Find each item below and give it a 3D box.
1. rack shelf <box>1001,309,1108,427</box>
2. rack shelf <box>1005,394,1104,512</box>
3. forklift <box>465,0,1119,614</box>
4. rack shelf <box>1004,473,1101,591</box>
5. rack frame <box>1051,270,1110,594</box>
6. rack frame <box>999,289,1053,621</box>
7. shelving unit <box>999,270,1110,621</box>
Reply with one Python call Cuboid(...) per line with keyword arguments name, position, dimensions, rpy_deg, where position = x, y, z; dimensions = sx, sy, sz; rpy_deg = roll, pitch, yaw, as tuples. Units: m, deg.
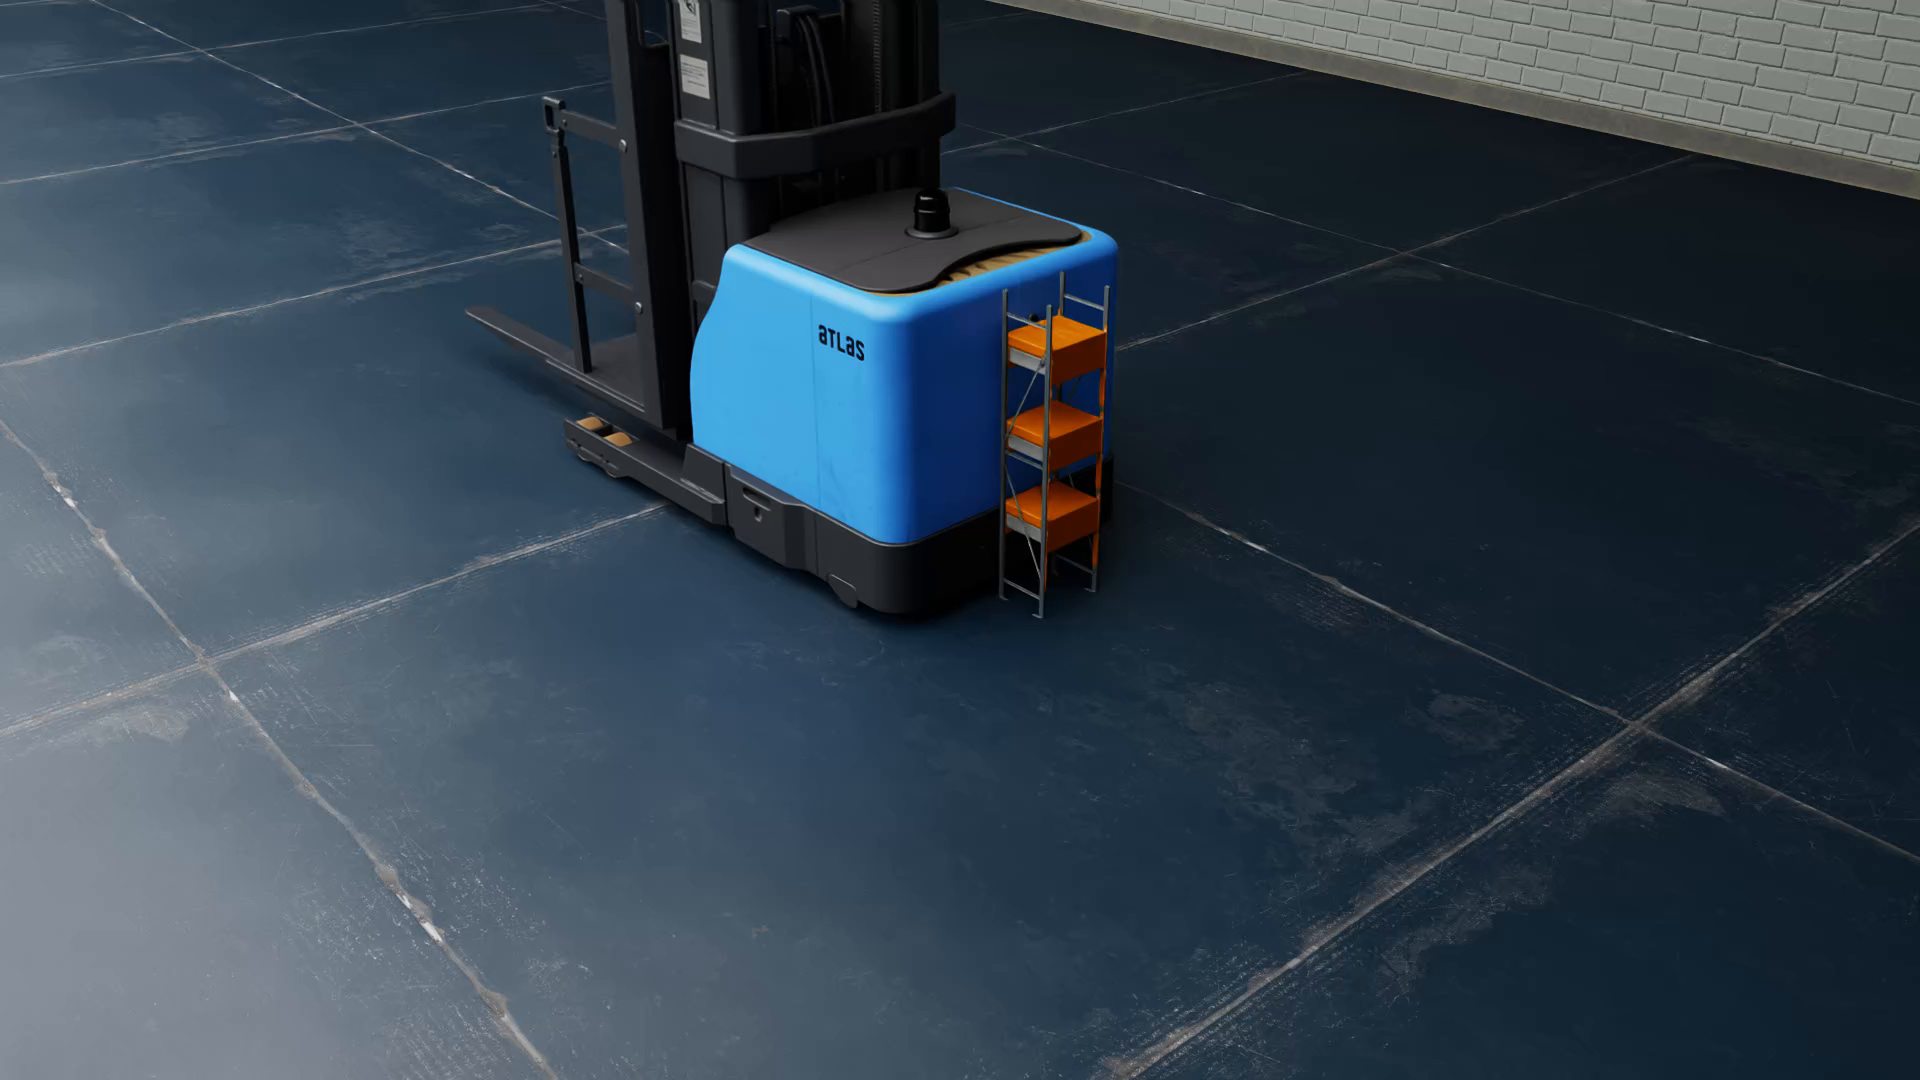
Cuboid(name="rack shelf", position=(0.286, -0.523, 5.035), dimensions=(0.240, 0.259, 0.215), rpy_deg=(-24, 36, -37))
Cuboid(name="rack shelf", position=(0.286, -0.273, 5.169), dimensions=(0.240, 0.259, 0.215), rpy_deg=(-24, 36, -37))
Cuboid(name="forklift", position=(-0.848, -1.669, 5.764), dimensions=(1.130, 2.935, 3.031), rpy_deg=(-24, 36, -37))
Cuboid(name="rack shelf", position=(0.286, -0.028, 5.300), dimensions=(0.240, 0.259, 0.215), rpy_deg=(-24, 36, -37))
Cuboid(name="rack frame", position=(0.375, -0.321, 5.238), dimensions=(0.008, 1.050, 0.200), rpy_deg=(-24, 36, -37))
Cuboid(name="rack frame", position=(0.196, -0.243, 5.091), dimensions=(0.008, 1.050, 0.200), rpy_deg=(-24, 36, -37))
Cuboid(name="shelving unit", position=(0.286, -0.282, 5.164), dimensions=(0.252, 1.050, 0.215), rpy_deg=(-24, 36, -37))
